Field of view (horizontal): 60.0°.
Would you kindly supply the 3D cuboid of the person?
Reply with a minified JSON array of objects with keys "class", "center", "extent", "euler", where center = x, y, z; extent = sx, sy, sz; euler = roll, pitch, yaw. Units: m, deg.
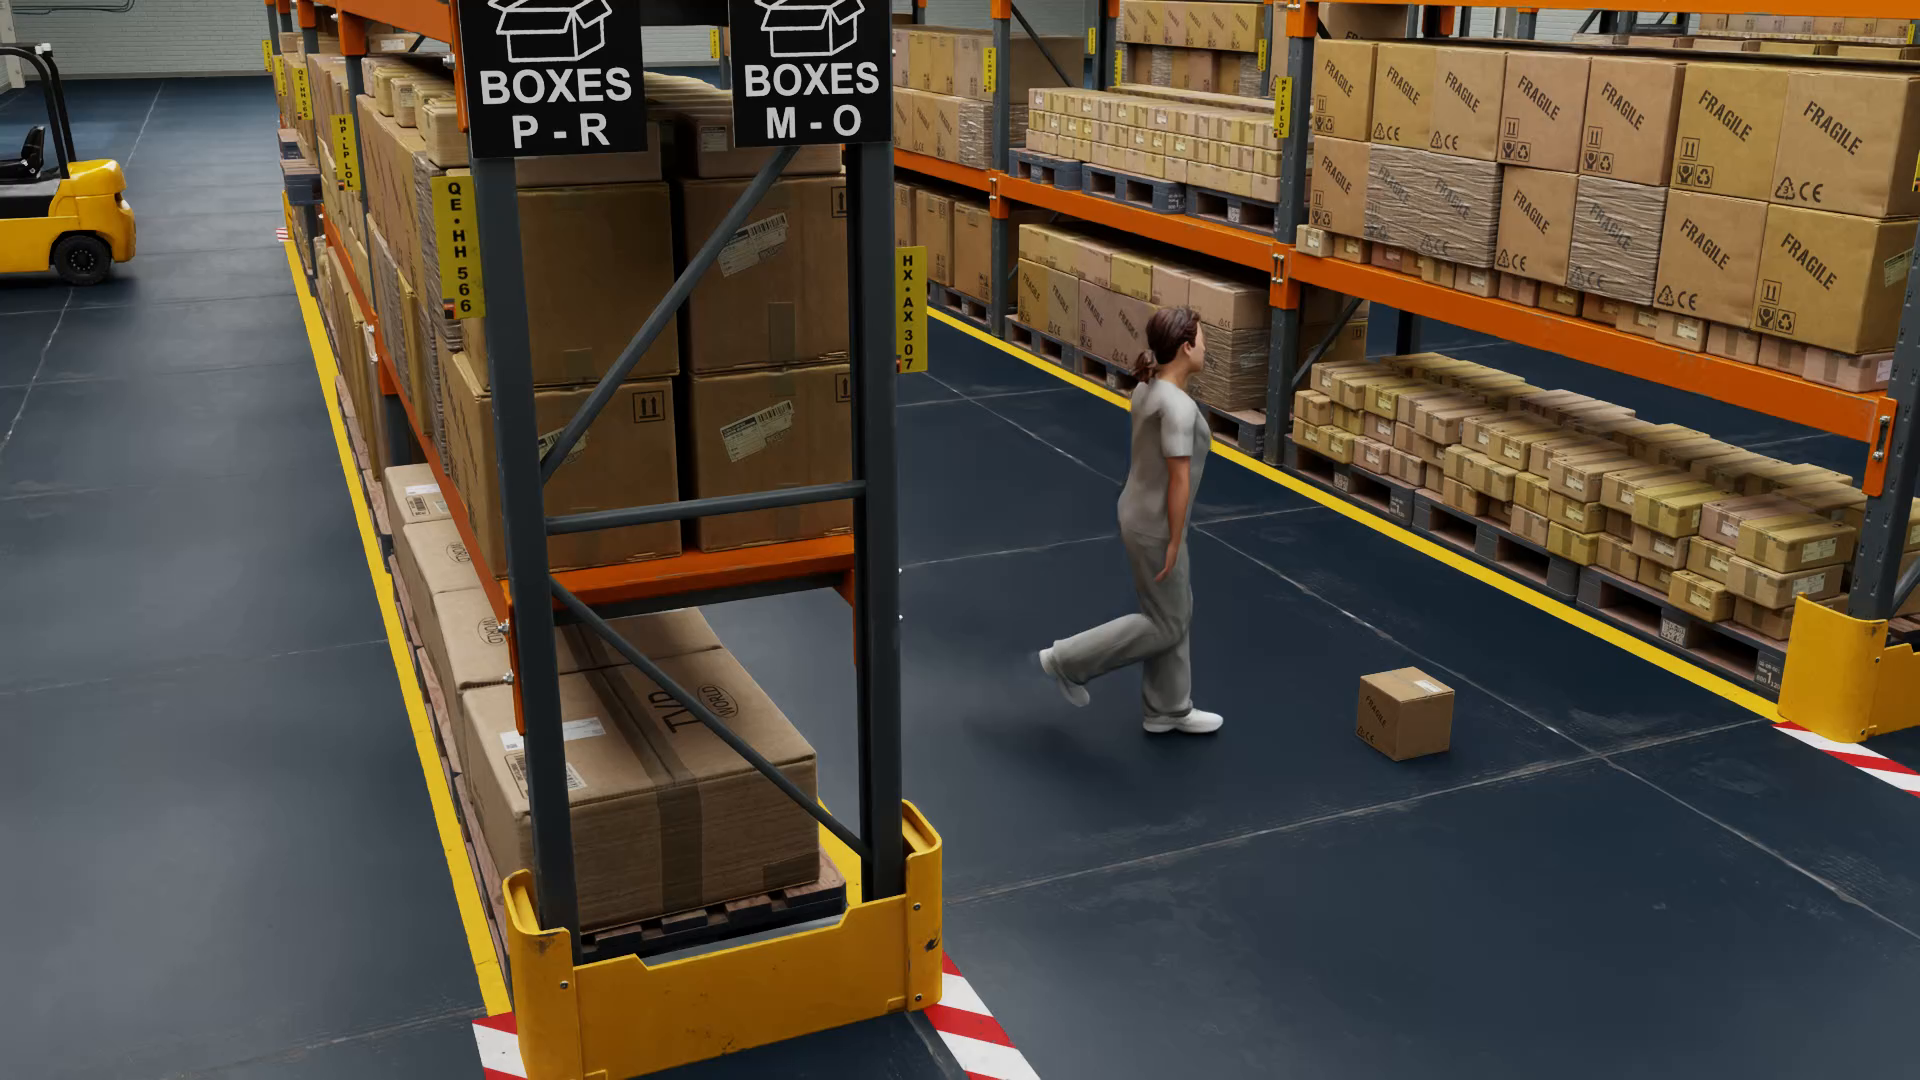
[{"class":"person","center":[0.659,-0.039,6.171],"extent":[0.715,1.652,0.527],"euler":[0,19,0]}]
